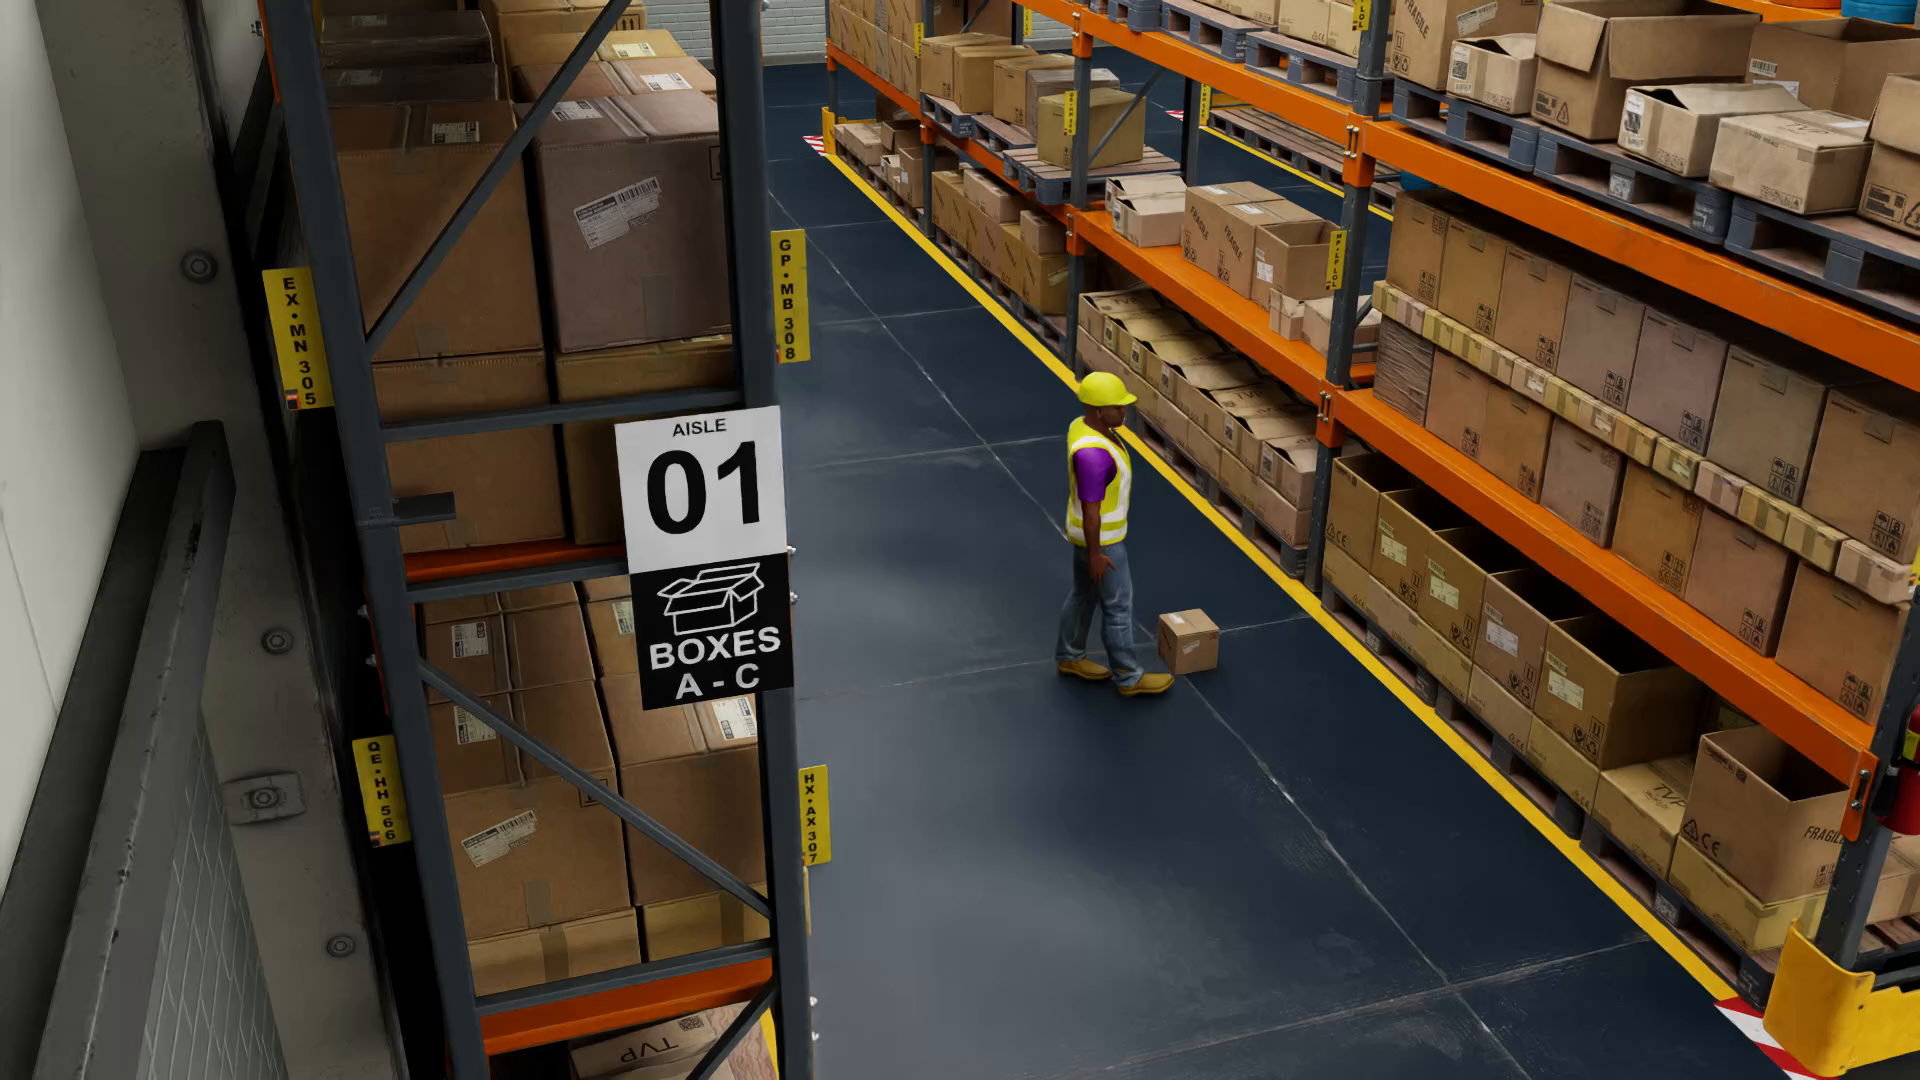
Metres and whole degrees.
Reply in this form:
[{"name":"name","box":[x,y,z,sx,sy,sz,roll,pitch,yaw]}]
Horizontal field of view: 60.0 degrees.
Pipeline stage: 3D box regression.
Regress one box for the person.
[{"name":"person","box":[0.832,-0.037,8.660,0.633,1.763,0.570,0,26,1]}]
